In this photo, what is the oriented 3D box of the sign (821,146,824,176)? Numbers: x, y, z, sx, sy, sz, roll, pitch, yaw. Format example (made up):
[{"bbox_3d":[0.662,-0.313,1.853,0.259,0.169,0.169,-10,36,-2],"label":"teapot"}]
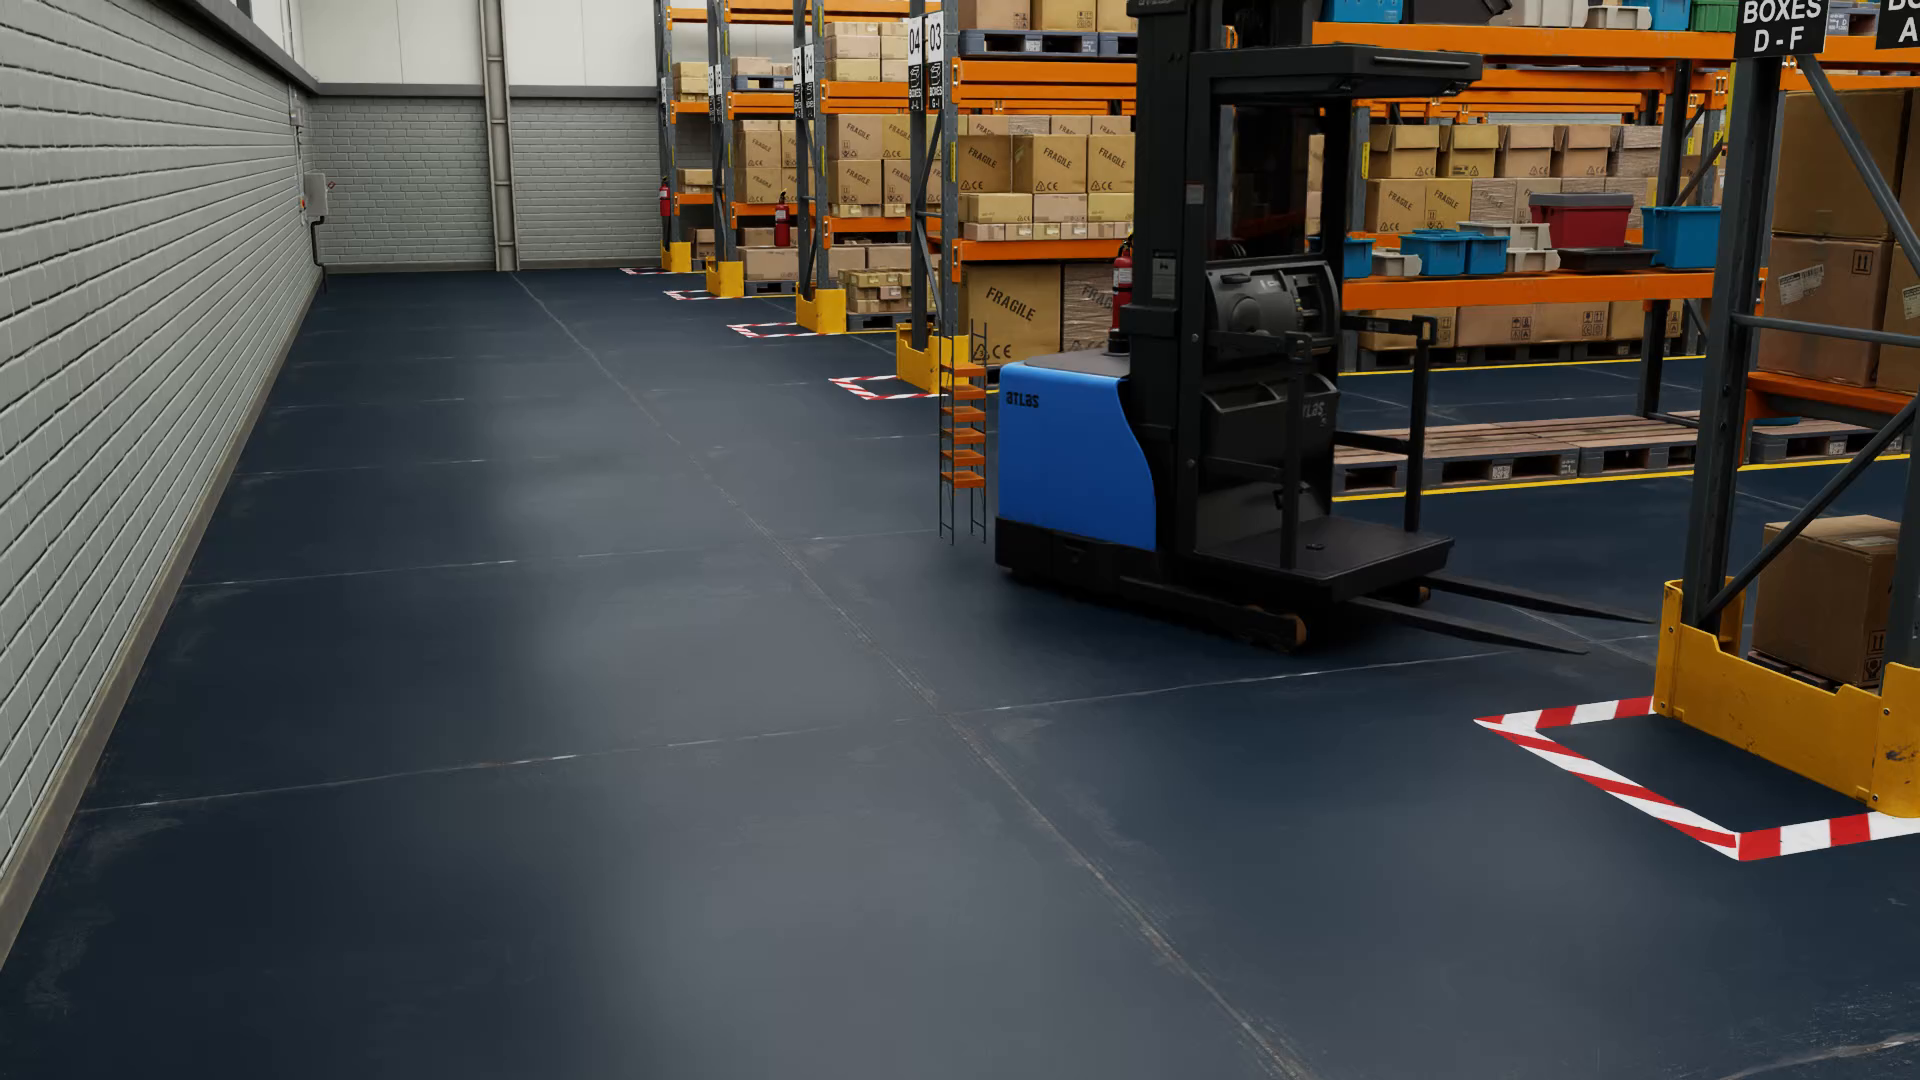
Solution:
[{"bbox_3d":[-1.546,-4.262,18.708,0.005,0.325,0.100,-4,14,-18],"label":"sign"}]

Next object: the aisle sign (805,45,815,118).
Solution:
[{"bbox_3d":[-1.692,-5.153,18.709,0.004,0.787,0.394,-4,14,-18],"label":"aisle sign"}]

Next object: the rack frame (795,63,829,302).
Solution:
[{"bbox_3d":[-1.719,-3.960,19.309,0.127,3.000,1.000,-4,14,-18],"label":"rack frame"}]

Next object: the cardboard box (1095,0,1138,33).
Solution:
[{"bbox_3d":[1.289,-4.740,14.765,0.500,0.500,0.700,-5,14,-22],"label":"cardboard box"}]

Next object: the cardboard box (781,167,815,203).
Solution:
[{"bbox_3d":[-2.376,-5.103,23.897,0.500,0.500,0.500,-5,14,-19],"label":"cardboard box"}]

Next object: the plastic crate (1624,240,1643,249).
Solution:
[{"bbox_3d":[4.651,-1.971,11.389,0.243,0.136,0.396,-4,14,-18],"label":"plastic crate"}]

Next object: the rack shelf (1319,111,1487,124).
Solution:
[{"bbox_3d":[8.289,-8.269,32.497,4.000,0.370,1.077,-4,14,-18],"label":"rack shelf"}]

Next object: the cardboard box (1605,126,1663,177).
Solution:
[{"bbox_3d":[6.651,-3.941,16.847,0.637,0.503,0.797,-4,14,-16],"label":"cardboard box"}]

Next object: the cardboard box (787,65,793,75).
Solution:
[{"bbox_3d":[-2.289,-6.658,23.589,0.250,0.149,0.380,-4,14,-16],"label":"cardboard box"}]

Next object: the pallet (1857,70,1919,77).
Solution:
[{"bbox_3d":[9.540,-5.019,17.684,1.003,0.211,1.213,-4,14,-18],"label":"pallet"}]

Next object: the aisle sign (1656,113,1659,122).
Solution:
[{"bbox_3d":[11.922,-7.425,28.257,0.004,0.787,0.394,-4,14,-18],"label":"aisle sign"}]

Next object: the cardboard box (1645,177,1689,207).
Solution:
[{"bbox_3d":[6.961,-3.413,16.793,0.500,0.500,0.500,-4,14,-16],"label":"cardboard box"}]

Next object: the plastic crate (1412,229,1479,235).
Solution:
[{"bbox_3d":[3.212,-1.934,11.023,0.300,0.233,0.416,-4,14,-18],"label":"plastic crate"}]

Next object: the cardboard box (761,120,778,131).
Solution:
[{"bbox_3d":[-2.743,-5.889,23.641,0.250,0.149,0.380,-4,14,-17],"label":"cardboard box"}]

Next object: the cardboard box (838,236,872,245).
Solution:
[{"bbox_3d":[-1.890,-5.321,29.934,0.500,0.311,0.500,-4,14,-16],"label":"cardboard box"}]

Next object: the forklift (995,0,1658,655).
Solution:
[{"bbox_3d":[1.564,-1.080,7.348,1.130,2.935,3.031,-13,18,-43],"label":"forklift"}]

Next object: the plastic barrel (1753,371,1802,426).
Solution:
[{"bbox_3d":[5.659,-1.293,11.726,0.708,0.901,0.600,-4,14,-18],"label":"plastic barrel"}]

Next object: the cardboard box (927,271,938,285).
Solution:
[{"bbox_3d":[-0.403,-3.105,19.680,0.250,0.149,0.380,-5,14,-21],"label":"cardboard box"}]

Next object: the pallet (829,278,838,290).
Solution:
[{"bbox_3d":[-1.506,-3.847,24.859,1.213,0.211,1.003,-4,14,-18],"label":"pallet"}]

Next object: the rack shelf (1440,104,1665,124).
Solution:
[{"bbox_3d":[9.876,-7.181,27.922,4.000,0.370,1.077,-4,14,-18],"label":"rack shelf"}]

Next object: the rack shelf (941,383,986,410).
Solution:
[{"bbox_3d":[0.014,-0.775,8.963,0.180,0.103,0.258,-4,14,-18],"label":"rack shelf"}]

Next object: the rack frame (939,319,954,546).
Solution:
[{"bbox_3d":[-0.073,-0.578,8.980,0.006,1.200,0.240,-4,14,-18],"label":"rack frame"}]

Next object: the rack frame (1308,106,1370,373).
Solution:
[{"bbox_3d":[3.558,-3.160,15.945,0.127,3.000,1.000,-4,14,-18],"label":"rack frame"}]

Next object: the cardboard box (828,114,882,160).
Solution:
[{"bbox_3d":[-1.209,-4.615,19.042,0.500,0.500,0.500,-5,14,-18],"label":"cardboard box"}]

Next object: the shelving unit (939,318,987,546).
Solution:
[{"bbox_3d":[0.014,-0.585,9.008,0.189,1.200,0.258,-4,14,-18],"label":"shelving unit"}]

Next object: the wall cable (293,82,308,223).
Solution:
[{"bbox_3d":[-9.193,-5.421,23.257,0.122,1.984,0.588,-4,14,-18],"label":"wall cable"}]

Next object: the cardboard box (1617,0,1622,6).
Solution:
[{"bbox_3d":[6.794,-5.108,16.523,0.637,0.503,0.797,-4,14,-15],"label":"cardboard box"}]

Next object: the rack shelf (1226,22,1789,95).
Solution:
[{"bbox_3d":[3.243,-3.035,10.494,4.000,0.370,1.077,-4,14,-18],"label":"rack shelf"}]

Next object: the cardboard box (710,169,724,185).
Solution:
[{"bbox_3d":[-3.986,-6.210,28.449,0.500,0.250,0.500,-4,14,-17],"label":"cardboard box"}]

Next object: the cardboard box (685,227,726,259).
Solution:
[{"bbox_3d":[-4.370,-5.141,28.760,0.637,0.503,0.797,-5,14,-20],"label":"cardboard box"}]

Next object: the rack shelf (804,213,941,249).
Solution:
[{"bbox_3d":[0.177,-3.758,20.013,4.000,0.370,1.077,-4,14,-18],"label":"rack shelf"}]

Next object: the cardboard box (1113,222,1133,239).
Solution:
[{"bbox_3d":[1.427,-2.792,14.940,0.250,0.149,0.380,-5,14,-19],"label":"cardboard box"}]

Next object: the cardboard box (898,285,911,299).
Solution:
[{"bbox_3d":[-0.659,-2.950,19.672,0.250,0.149,0.380,-4,14,-17],"label":"cardboard box"}]

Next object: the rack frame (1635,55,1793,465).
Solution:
[{"bbox_3d":[5.138,-2.074,11.378,0.127,3.000,1.000,-4,14,-18],"label":"rack frame"}]

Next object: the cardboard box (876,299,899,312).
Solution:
[{"bbox_3d":[-0.898,-2.783,19.614,0.250,0.149,0.380,-5,14,-18],"label":"cardboard box"}]

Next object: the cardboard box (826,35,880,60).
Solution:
[{"bbox_3d":[-1.210,-5.566,18.821,0.500,0.250,0.500,-4,14,-17],"label":"cardboard box"}]

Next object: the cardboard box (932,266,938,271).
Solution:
[{"bbox_3d":[-0.334,-3.252,20.298,0.250,0.149,0.380,-4,14,-16],"label":"cardboard box"}]

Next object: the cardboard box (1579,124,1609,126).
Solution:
[{"bbox_3d":[10.424,-6.717,27.881,0.500,0.500,0.700,-5,14,-19],"label":"cardboard box"}]

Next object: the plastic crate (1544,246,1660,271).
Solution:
[{"bbox_3d":[4.163,-1.827,10.808,0.590,0.125,0.437,-4,14,-18],"label":"plastic crate"}]

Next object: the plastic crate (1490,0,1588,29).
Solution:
[{"bbox_3d":[3.546,-3.276,10.207,0.530,0.282,0.437,-4,14,-18],"label":"plastic crate"}]

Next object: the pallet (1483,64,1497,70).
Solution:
[{"bbox_3d":[4.412,-4.605,15.950,1.217,0.209,0.805,-5,14,-20],"label":"pallet"}]

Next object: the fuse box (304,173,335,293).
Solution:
[{"bbox_3d":[-9.262,-4.462,24.202,0.414,1.711,0.539,-4,14,-18],"label":"fuse box"}]

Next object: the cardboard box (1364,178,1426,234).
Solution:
[{"bbox_3d":[4.074,-3.188,15.846,0.500,0.500,0.500,-4,14,-18],"label":"cardboard box"}]

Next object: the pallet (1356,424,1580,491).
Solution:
[{"bbox_3d":[3.295,-0.563,11.055,1.213,0.211,1.003,-4,14,-18],"label":"pallet"}]

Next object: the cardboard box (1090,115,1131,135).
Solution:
[{"bbox_3d":[1.713,-4.841,19.993,0.500,0.500,0.500,-5,14,-20],"label":"cardboard box"}]

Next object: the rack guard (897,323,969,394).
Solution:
[{"bbox_3d":[-0.255,-1.647,14.986,0.348,0.500,1.175,-4,14,-18],"label":"rack guard"}]

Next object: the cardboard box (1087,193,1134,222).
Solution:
[{"bbox_3d":[1.276,-2.989,14.907,0.500,0.250,0.500,-5,14,-20],"label":"cardboard box"}]

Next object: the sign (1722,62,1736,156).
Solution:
[{"bbox_3d":[2.765,-1.532,5.916,0.005,0.325,0.100,-4,14,-18],"label":"sign"}]

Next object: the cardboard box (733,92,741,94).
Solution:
[{"bbox_3d":[-3.997,-7.672,28.115,0.500,0.250,0.500,-4,14,-17],"label":"cardboard box"}]

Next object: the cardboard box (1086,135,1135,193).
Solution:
[{"bbox_3d":[1.271,-3.354,14.822,0.500,0.500,0.500,-5,14,-20],"label":"cardboard box"}]

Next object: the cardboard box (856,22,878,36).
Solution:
[{"bbox_3d":[-1.092,-5.772,18.828,0.250,0.149,0.380,-4,14,-16],"label":"cardboard box"}]

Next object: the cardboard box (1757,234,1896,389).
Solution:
[{"bbox_3d":[3.261,-0.833,5.947,0.500,0.500,0.500,-4,14,-16],"label":"cardboard box"}]

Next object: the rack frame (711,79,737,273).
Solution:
[{"bbox_3d":[-3.393,-5.038,23.842,0.127,3.000,1.000,-4,14,-18],"label":"rack frame"}]

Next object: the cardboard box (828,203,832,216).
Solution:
[{"bbox_3d":[-1.500,-3.924,19.700,0.250,0.149,0.380,-4,14,-18],"label":"cardboard box"}]

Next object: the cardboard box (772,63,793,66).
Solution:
[{"bbox_3d":[-3.040,-7.992,28.378,0.500,0.250,0.500,-4,14,-17],"label":"cardboard box"}]
